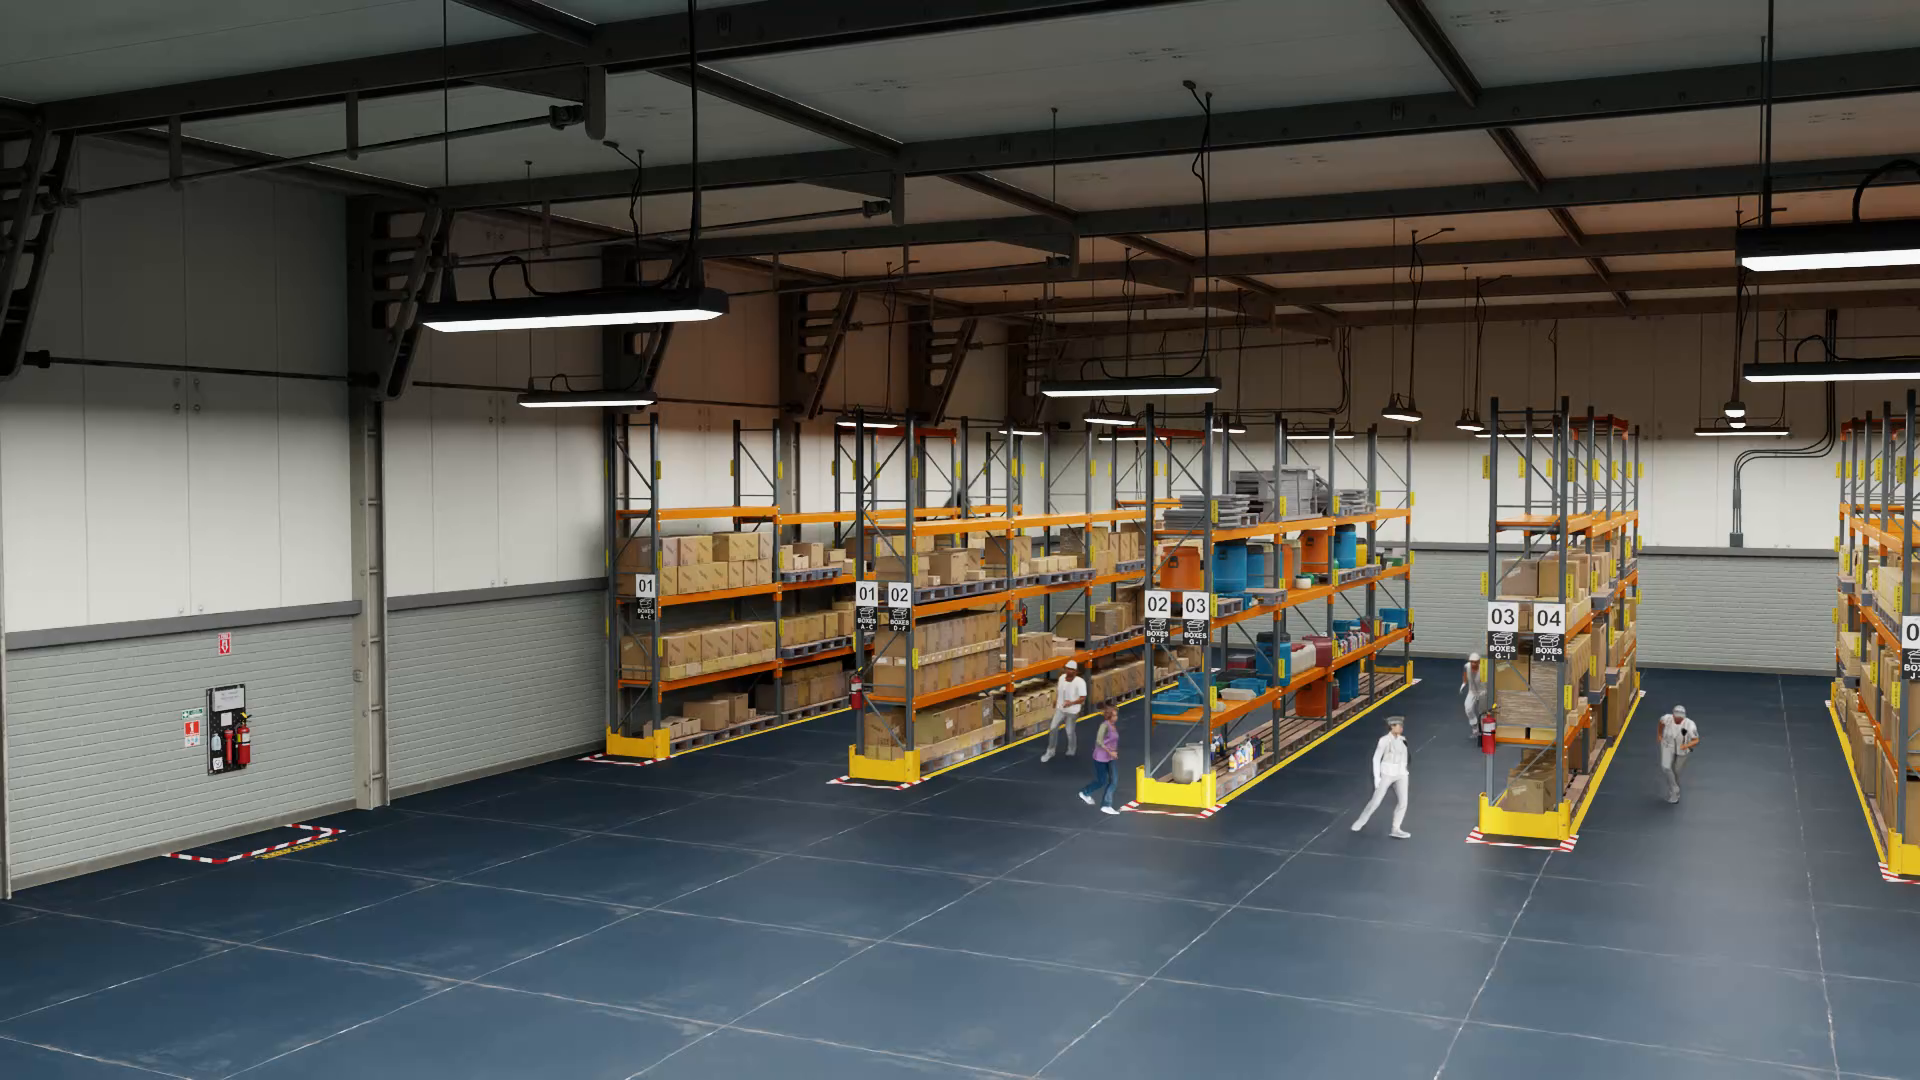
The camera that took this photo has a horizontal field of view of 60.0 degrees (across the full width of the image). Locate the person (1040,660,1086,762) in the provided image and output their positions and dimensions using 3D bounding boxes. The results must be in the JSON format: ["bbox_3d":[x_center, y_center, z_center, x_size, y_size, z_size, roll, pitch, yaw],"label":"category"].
[{"bbox_3d":[1.846,2.916,28.502,0.742,1.738,0.827,1,3,29],"label":"person"}]

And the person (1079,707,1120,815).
[{"bbox_3d":[2.023,3.200,24.269,0.715,1.570,0.532,2,3,38],"label":"person"}]

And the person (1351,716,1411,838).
[{"bbox_3d":[5.797,3.215,22.725,0.720,1.647,0.641,-1,3,-24],"label":"person"}]

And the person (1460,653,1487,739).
[{"bbox_3d":[9.742,2.881,31.145,0.678,1.618,1.119,2,3,34],"label":"person"}]

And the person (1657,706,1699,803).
[{"bbox_3d":[10.836,3.179,25.113,0.589,1.467,1.083,1,3,23],"label":"person"}]
